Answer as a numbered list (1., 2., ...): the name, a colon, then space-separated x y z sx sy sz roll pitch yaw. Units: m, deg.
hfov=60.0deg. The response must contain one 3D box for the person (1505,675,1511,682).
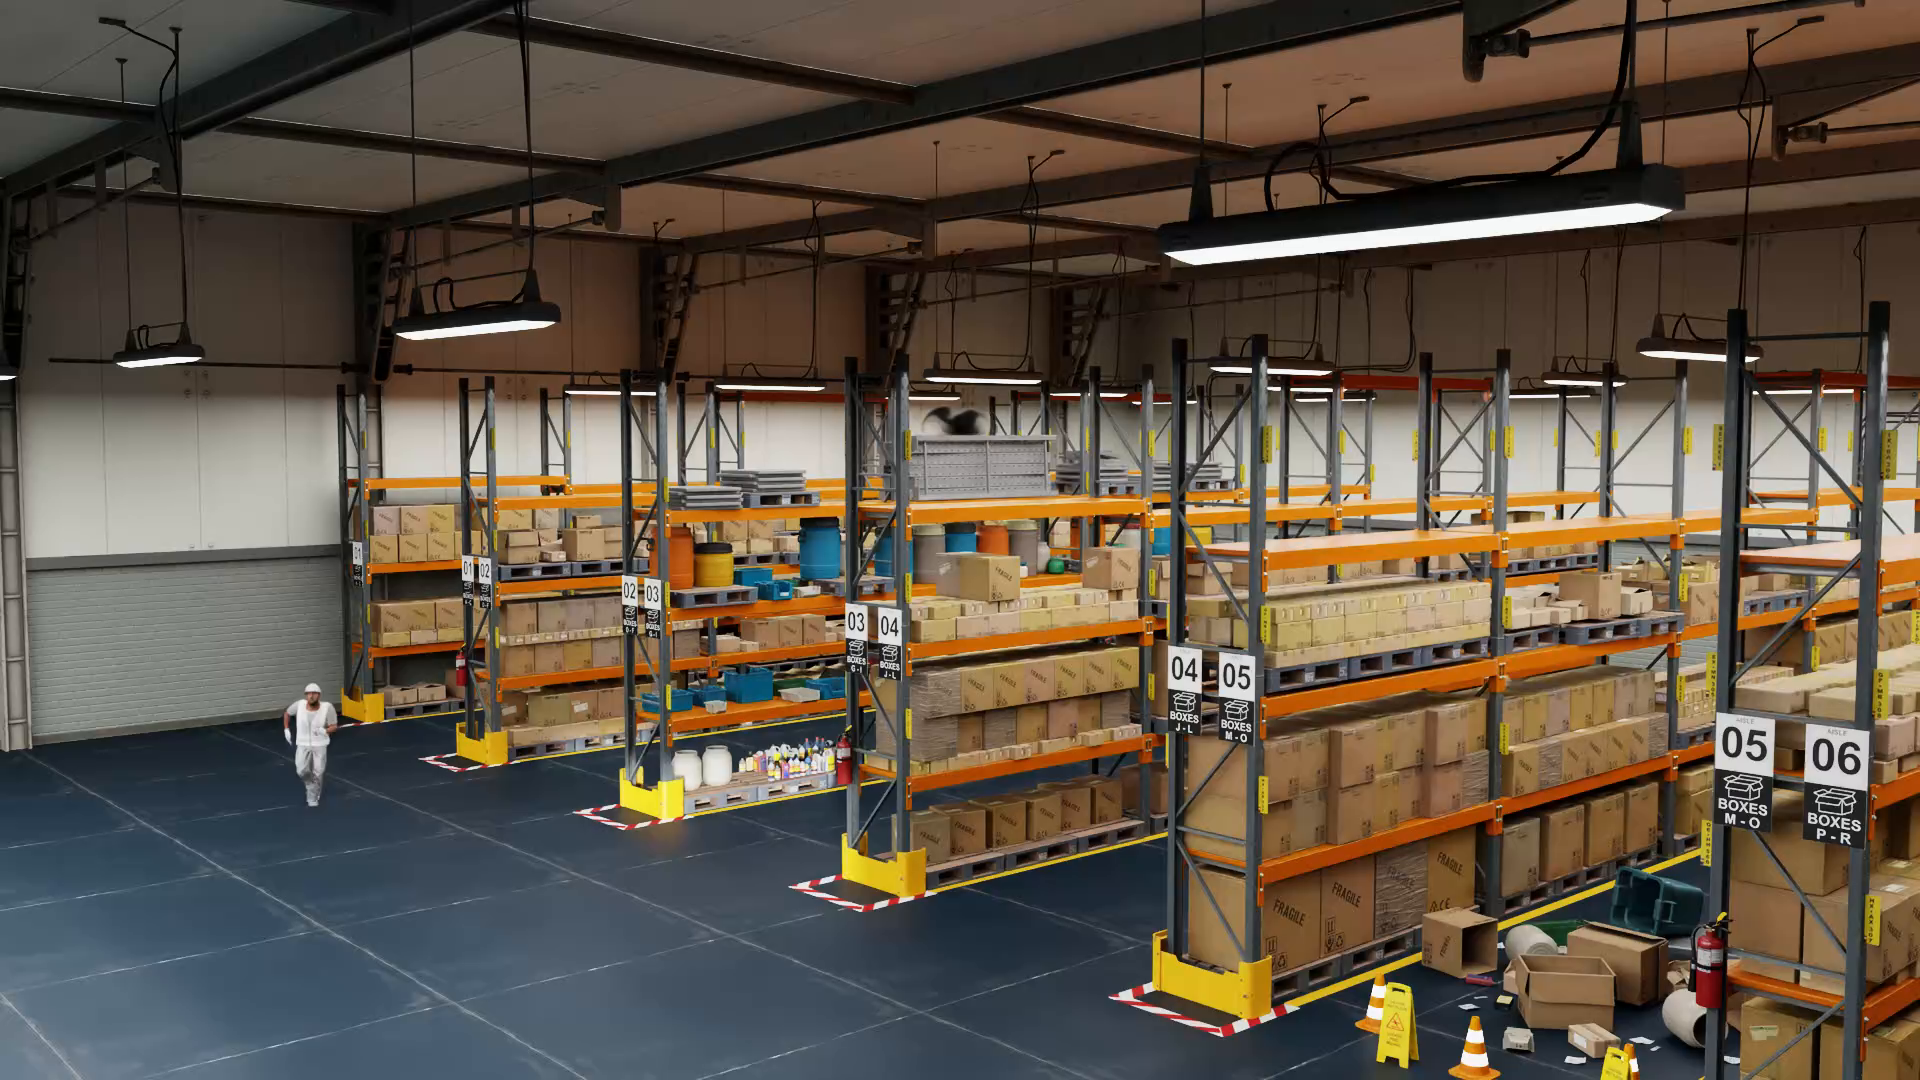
1. person: 7.955 2.768 23.852 0.722 1.739 0.974 3 5 41

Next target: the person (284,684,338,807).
1. person: -8.838 2.806 22.595 0.713 1.724 0.712 -1 4 -12
